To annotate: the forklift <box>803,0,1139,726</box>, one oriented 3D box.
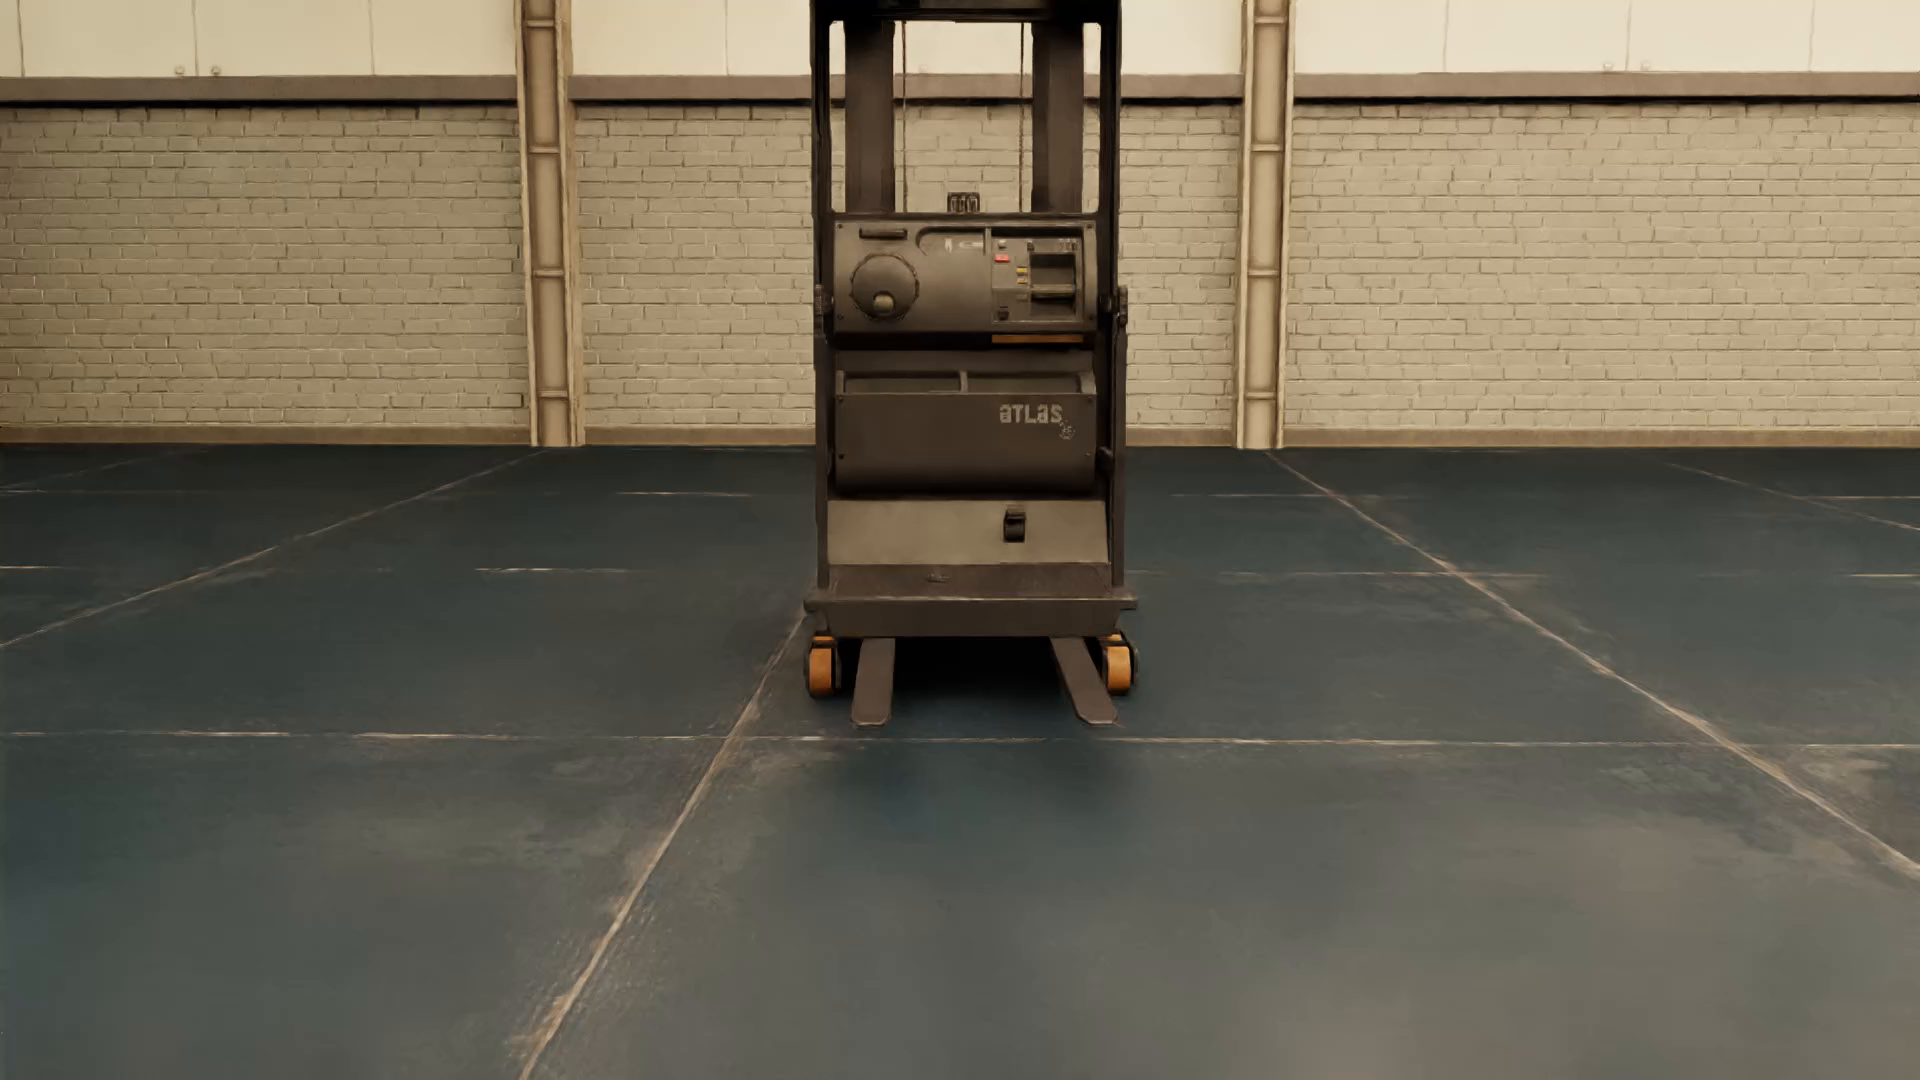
[{"bbox_3d":[0.027,-0.976,5.680,1.130,2.935,3.031,0,9,-1],"label":"forklift"}]
